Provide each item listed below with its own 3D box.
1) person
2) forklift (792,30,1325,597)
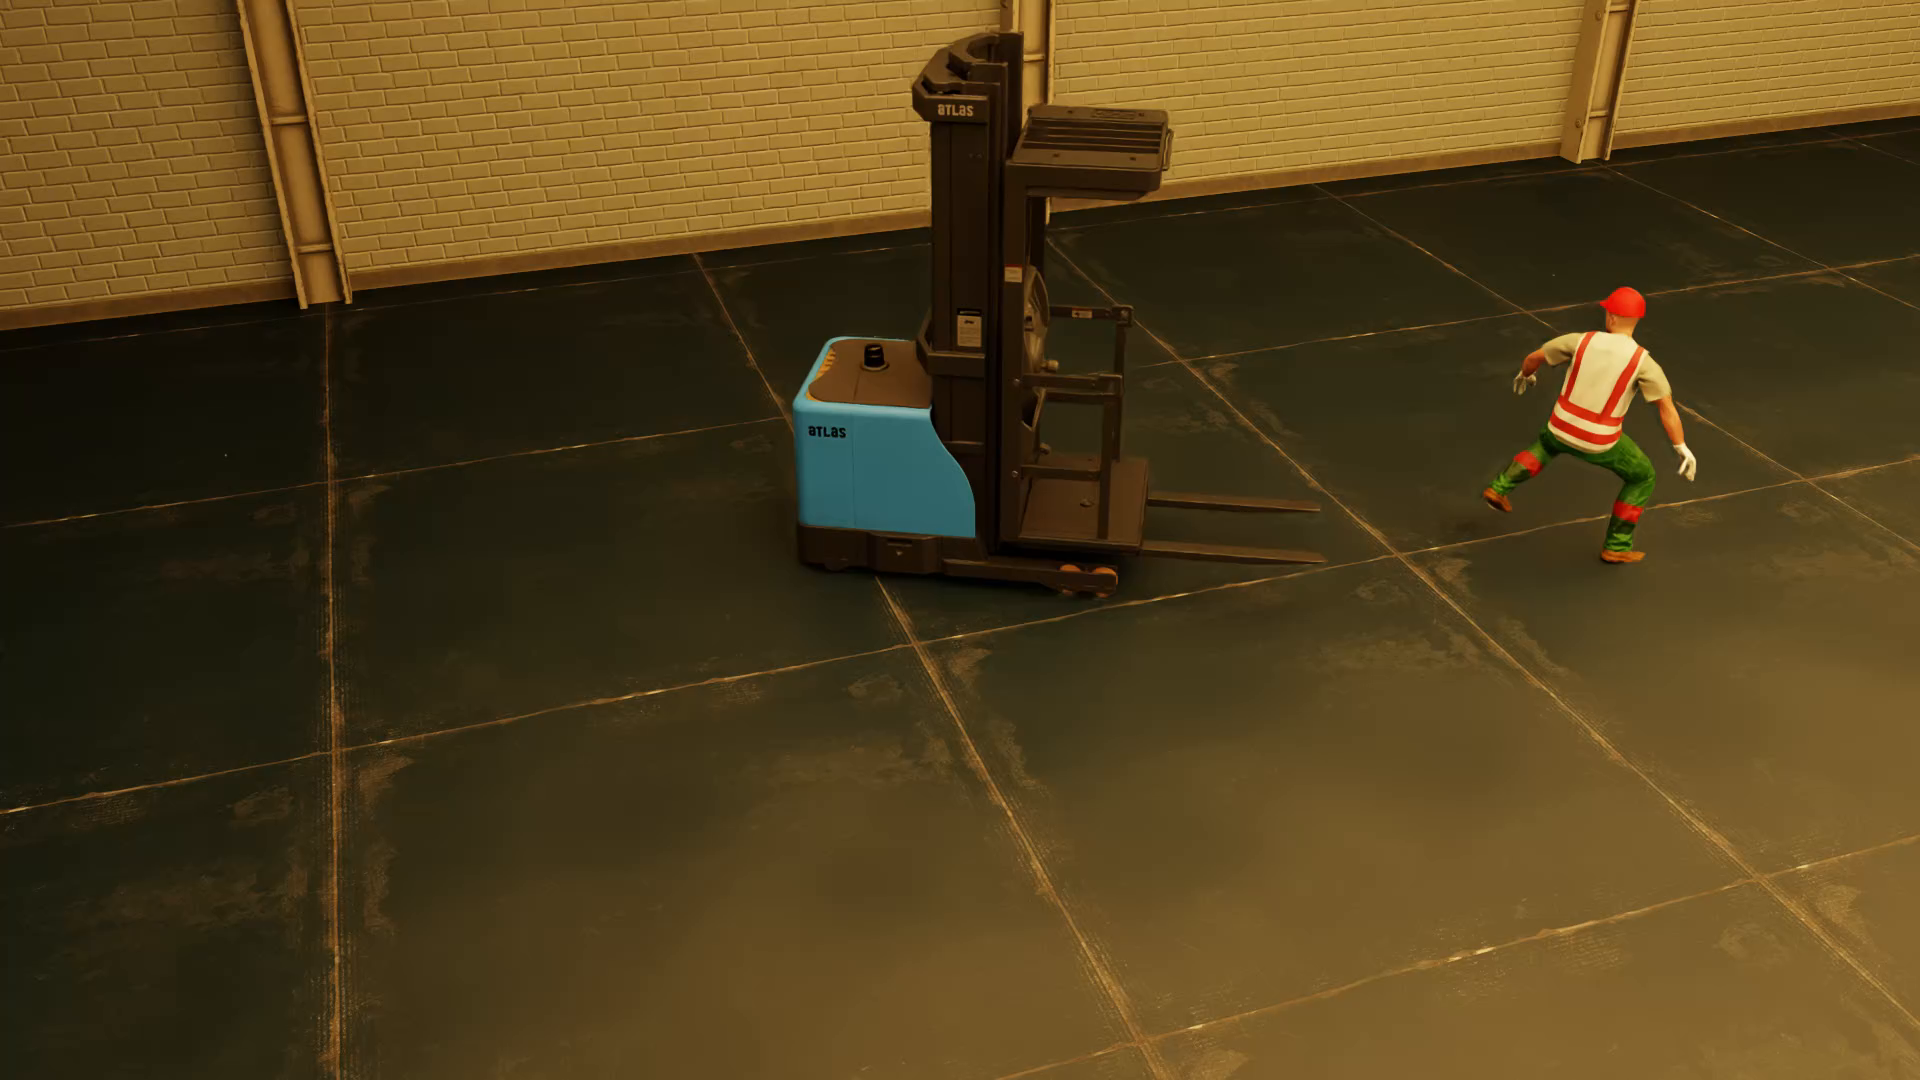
[{"bbox_3d":[3.687,-0.643,9.559,0.505,1.649,1.169,-26,39,-37],"label":"person"},{"bbox_3d":[0.609,-1.231,9.226,3.031,2.935,1.130,4,30,7],"label":"forklift"}]
